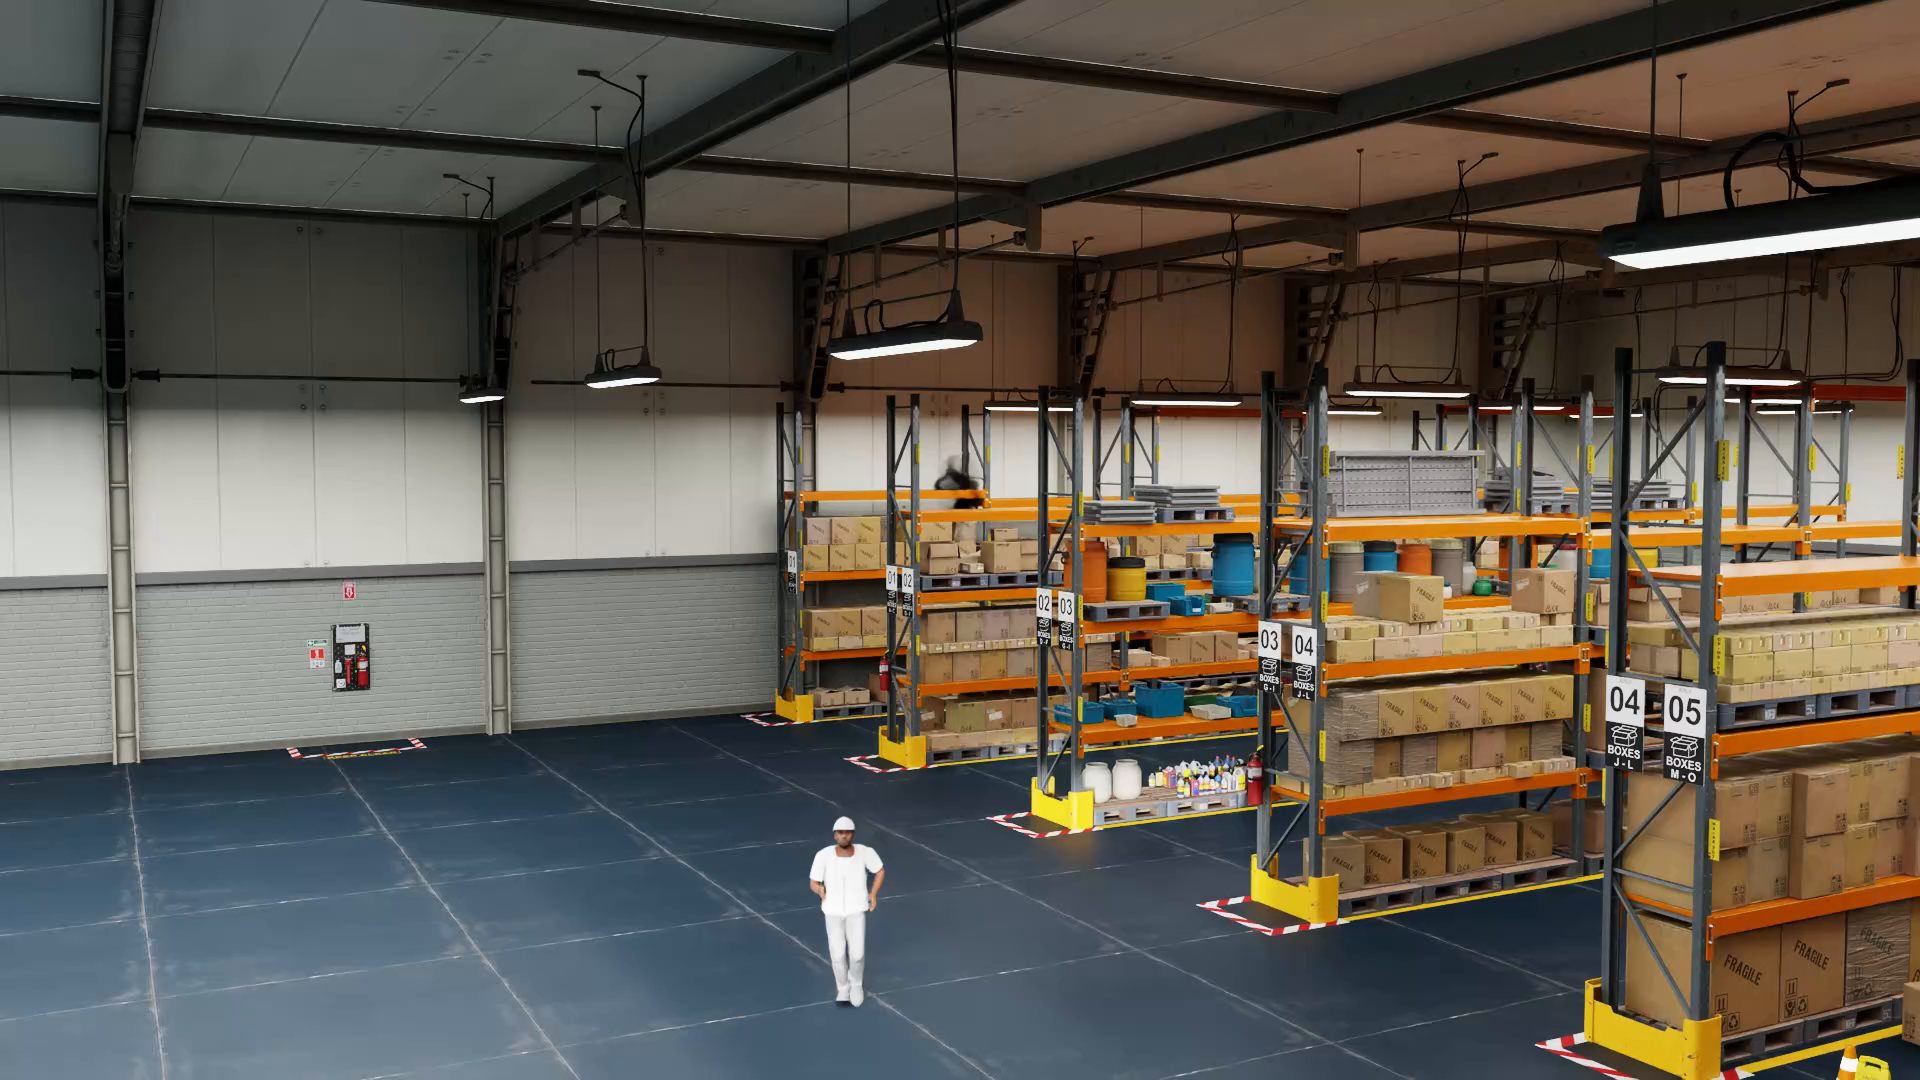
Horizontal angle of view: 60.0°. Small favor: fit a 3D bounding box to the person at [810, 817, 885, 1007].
[{"bbox_3d":[-1.045,3.426,15.253,0.680,1.753,0.629,0,3,1],"label":"person"}]
